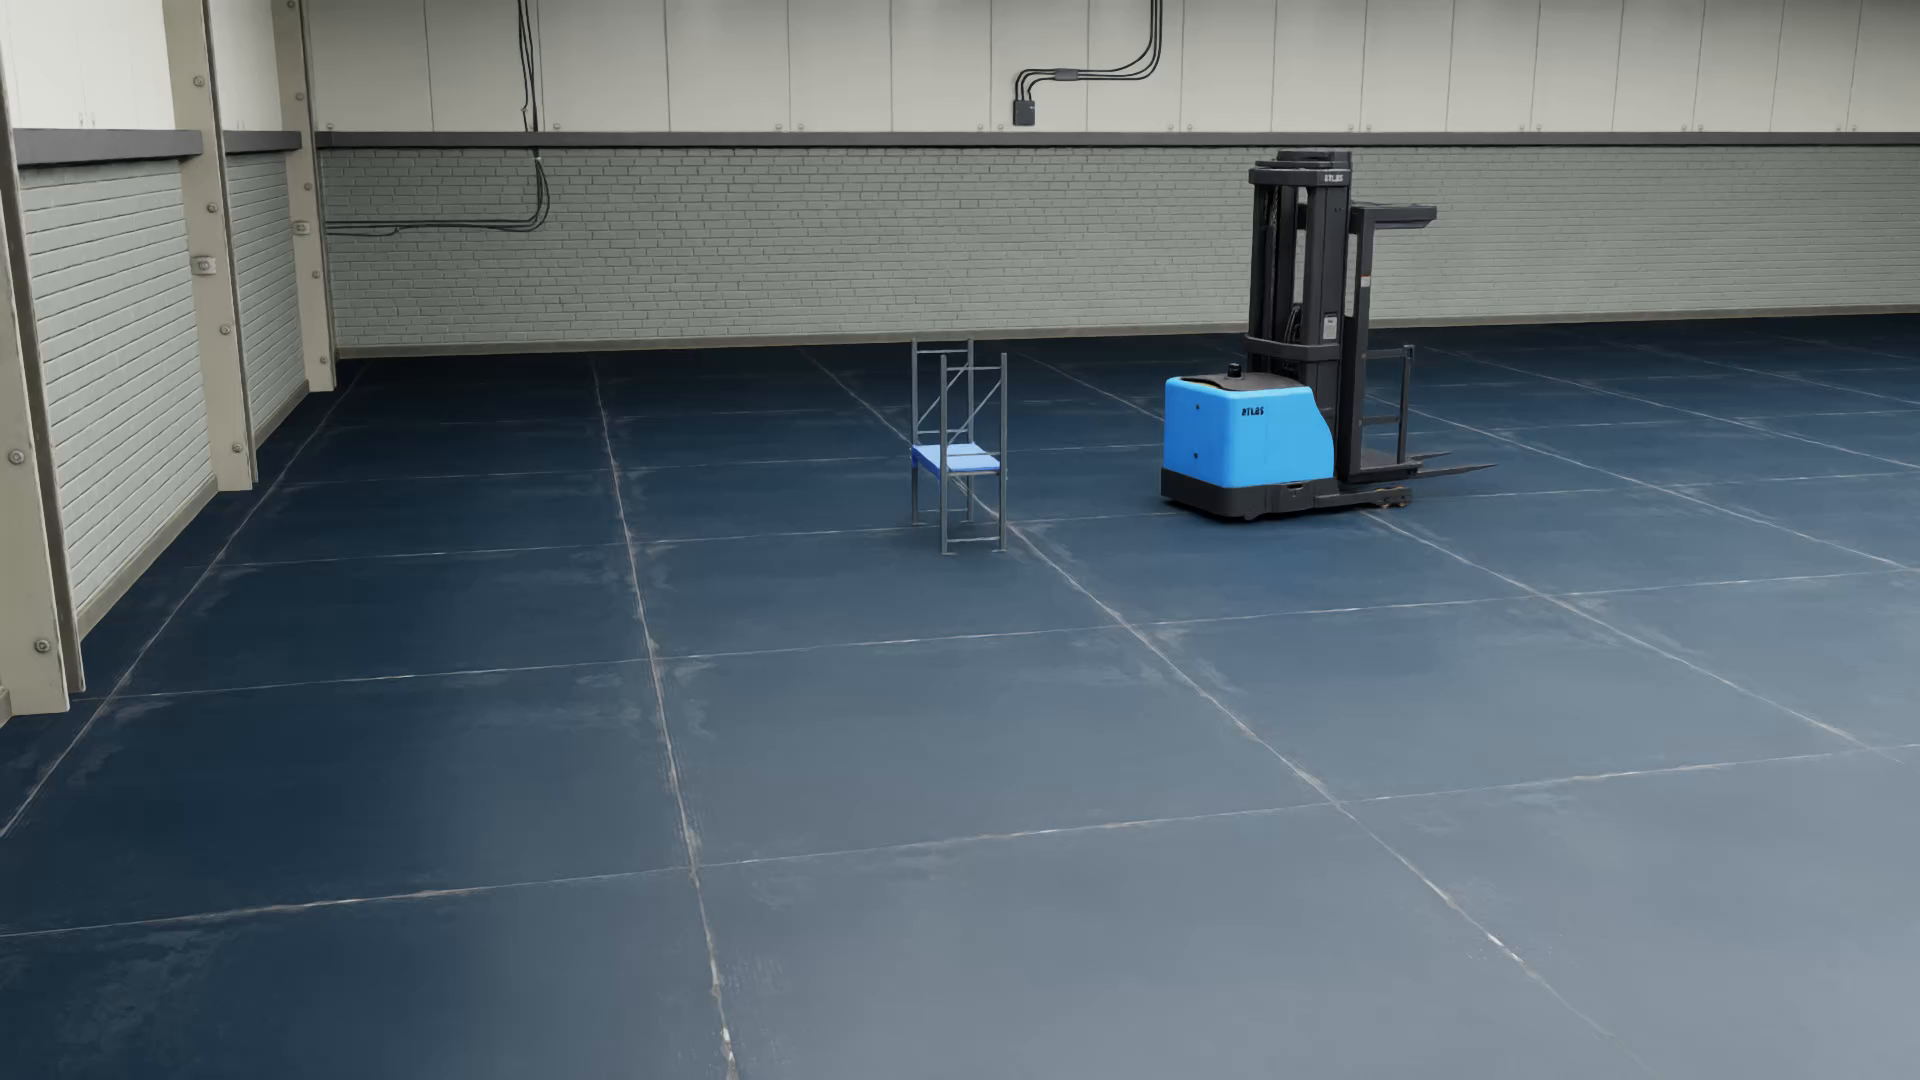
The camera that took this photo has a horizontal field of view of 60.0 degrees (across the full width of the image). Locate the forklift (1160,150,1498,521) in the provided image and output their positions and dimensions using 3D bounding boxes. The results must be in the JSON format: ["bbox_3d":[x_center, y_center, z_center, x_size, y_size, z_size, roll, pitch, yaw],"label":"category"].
[{"bbox_3d":[3.271,-1.798,14.110,3.031,2.935,1.130,-7,15,-25],"label":"forklift"}]

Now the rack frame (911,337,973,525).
[{"bbox_3d":[-0.139,-0.866,13.310,0.500,1.500,0.032,-3,14,-13],"label":"rack frame"}]

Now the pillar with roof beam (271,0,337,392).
[{"bbox_3d":[-3.709,-6.479,20.485,9.100,9.000,0.400,-3,14,-13],"label":"pillar with roof beam"}]

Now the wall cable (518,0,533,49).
[{"bbox_3d":[-4.670,-8.088,22.972,3.097,2.526,0.112,-3,14,-13],"label":"wall cable"}]

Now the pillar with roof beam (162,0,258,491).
[{"bbox_3d":[-2.300,-5.095,14.819,9.100,9.000,0.400,-3,14,-13],"label":"pillar with roof beam"}]

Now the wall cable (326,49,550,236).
[{"bbox_3d":[-7.300,-5.484,22.955,3.097,2.526,0.112,-3,14,-13],"label":"wall cable"}]

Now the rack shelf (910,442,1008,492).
[{"bbox_3d":[-0.020,-0.574,12.872,0.538,0.185,1.000,-3,14,-13],"label":"rack shelf"}]

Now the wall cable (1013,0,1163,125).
[{"bbox_3d":[1.932,-9.170,24.333,2.305,6.003,0.169,-3,14,-13],"label":"wall cable"}]

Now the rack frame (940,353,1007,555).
[{"bbox_3d":[0.099,-0.631,12.350,0.500,1.500,0.032,-3,14,-13],"label":"rack frame"}]

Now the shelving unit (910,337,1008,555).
[{"bbox_3d":[-0.020,-0.748,12.830,0.538,1.500,1.048,-3,14,-13],"label":"shelving unit"}]

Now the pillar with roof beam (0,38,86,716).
[{"bbox_3d":[-0.891,-3.710,9.154,9.100,9.000,0.400,-3,14,-13],"label":"pillar with roof beam"}]
